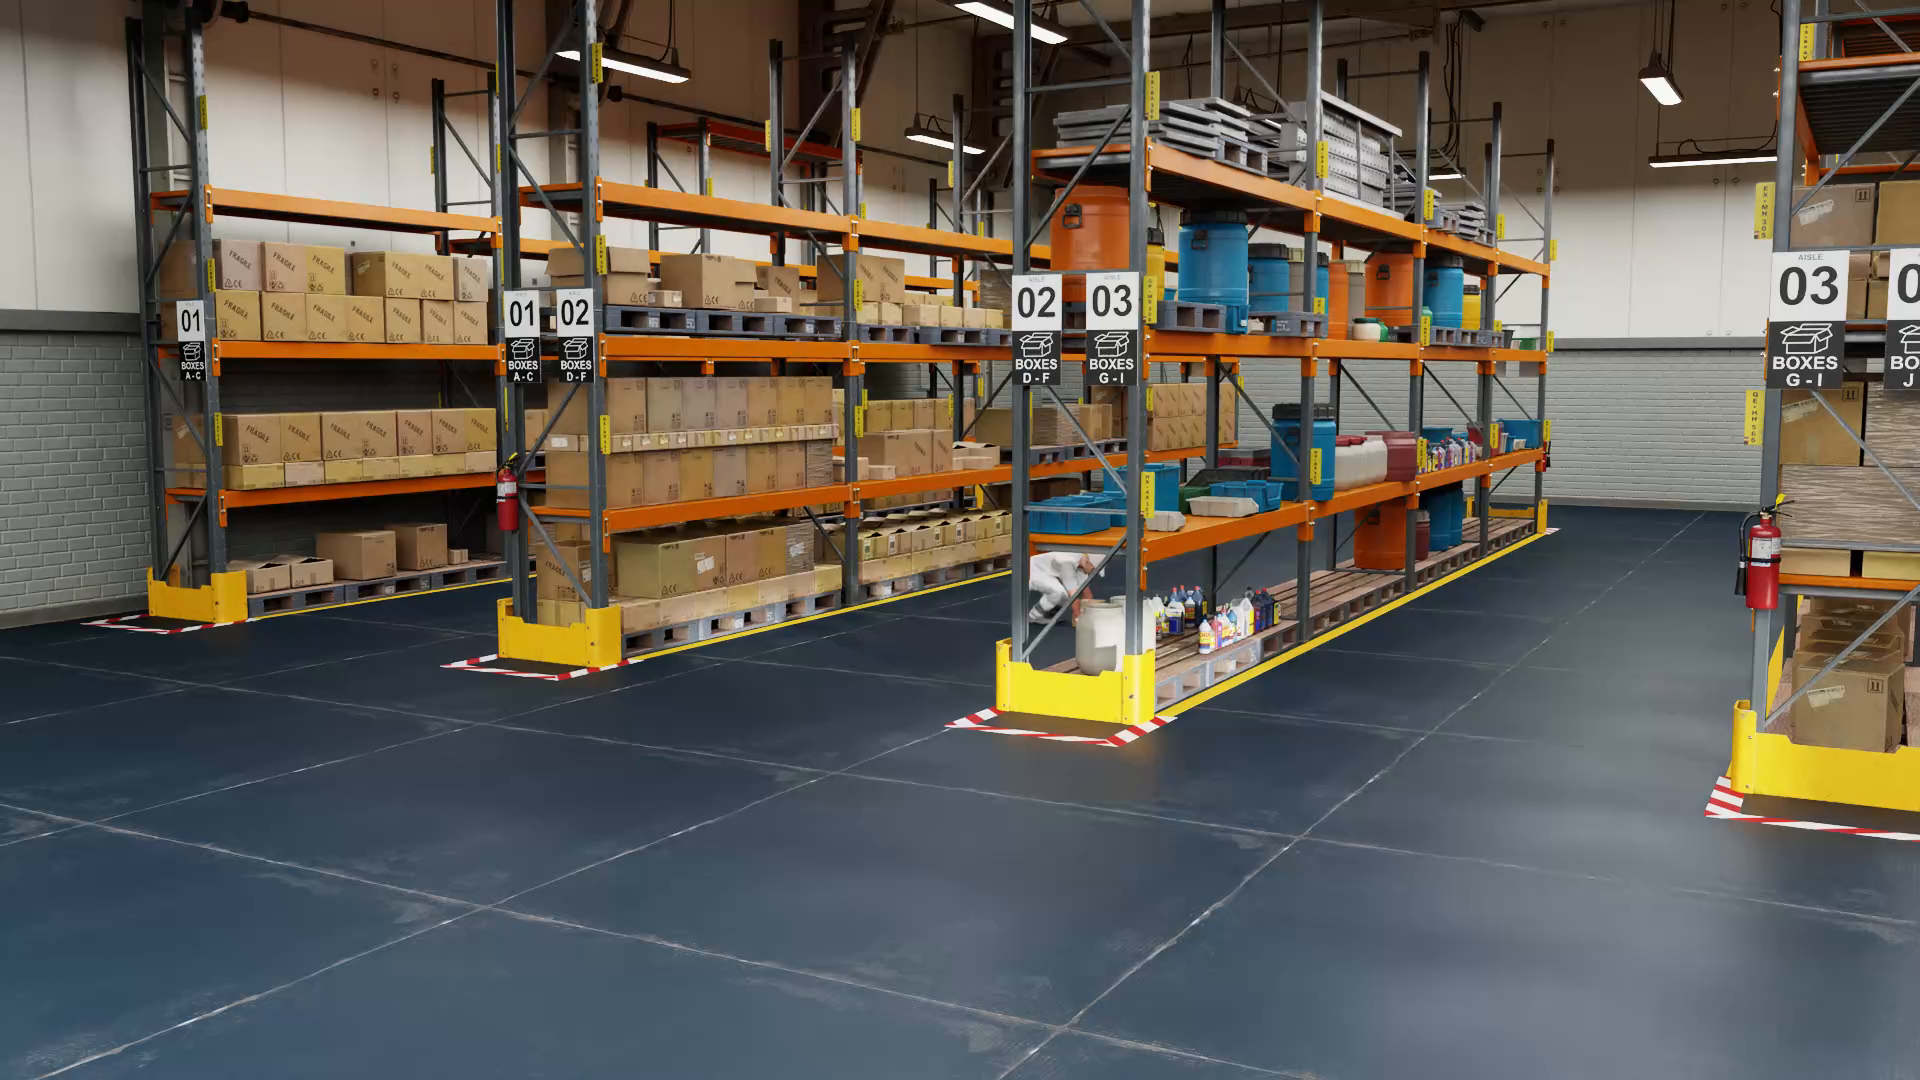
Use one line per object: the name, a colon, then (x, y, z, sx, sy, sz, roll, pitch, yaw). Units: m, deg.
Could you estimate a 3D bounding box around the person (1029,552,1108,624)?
person: (1.014, 0.455, 16.537, 0.955, 0.771, 0.523, 3, 7, 27)
